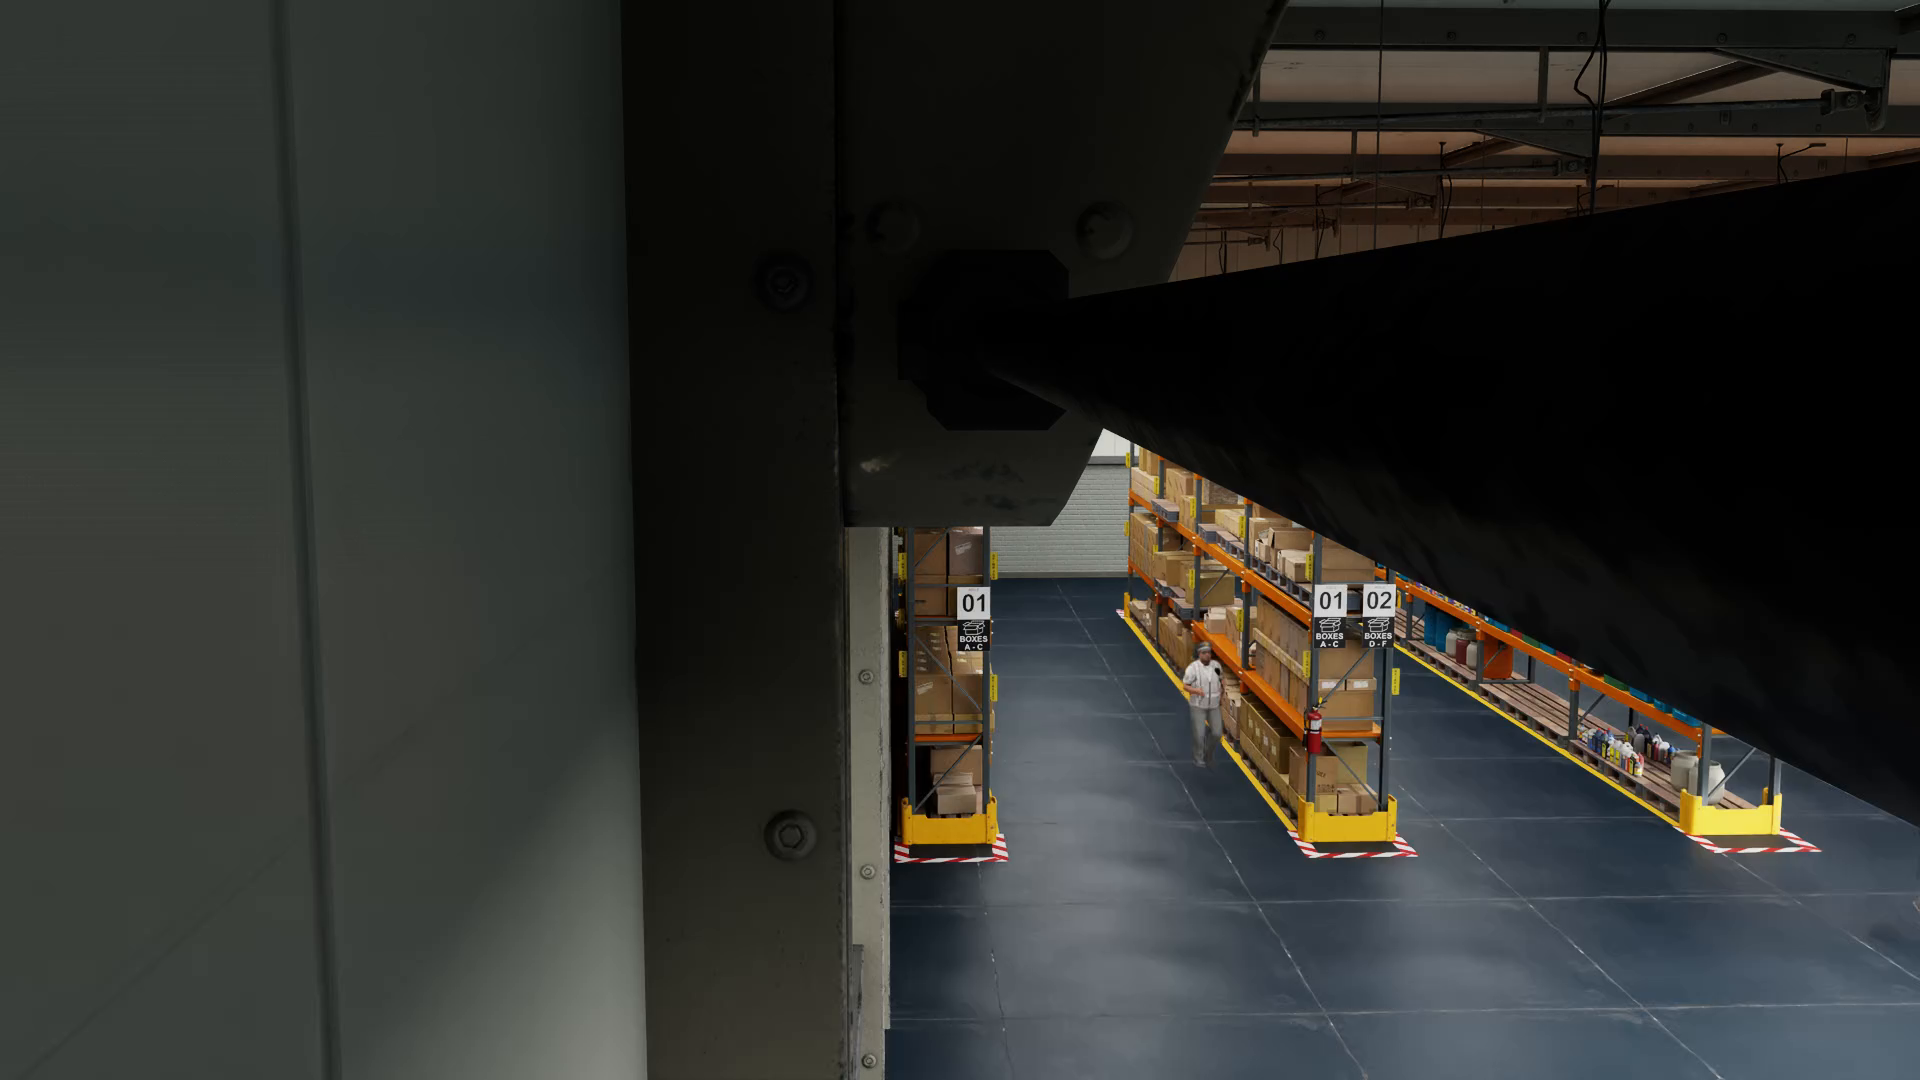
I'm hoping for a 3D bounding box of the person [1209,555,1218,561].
[{"bbox_3d":[5.650,0.705,37.247,1.005,1.741,0.717,4,9,31],"label":"person"}]

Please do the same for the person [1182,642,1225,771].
[{"bbox_3d":[3.383,2.299,22.740,0.648,1.823,0.613,-1,7,-10],"label":"person"}]
